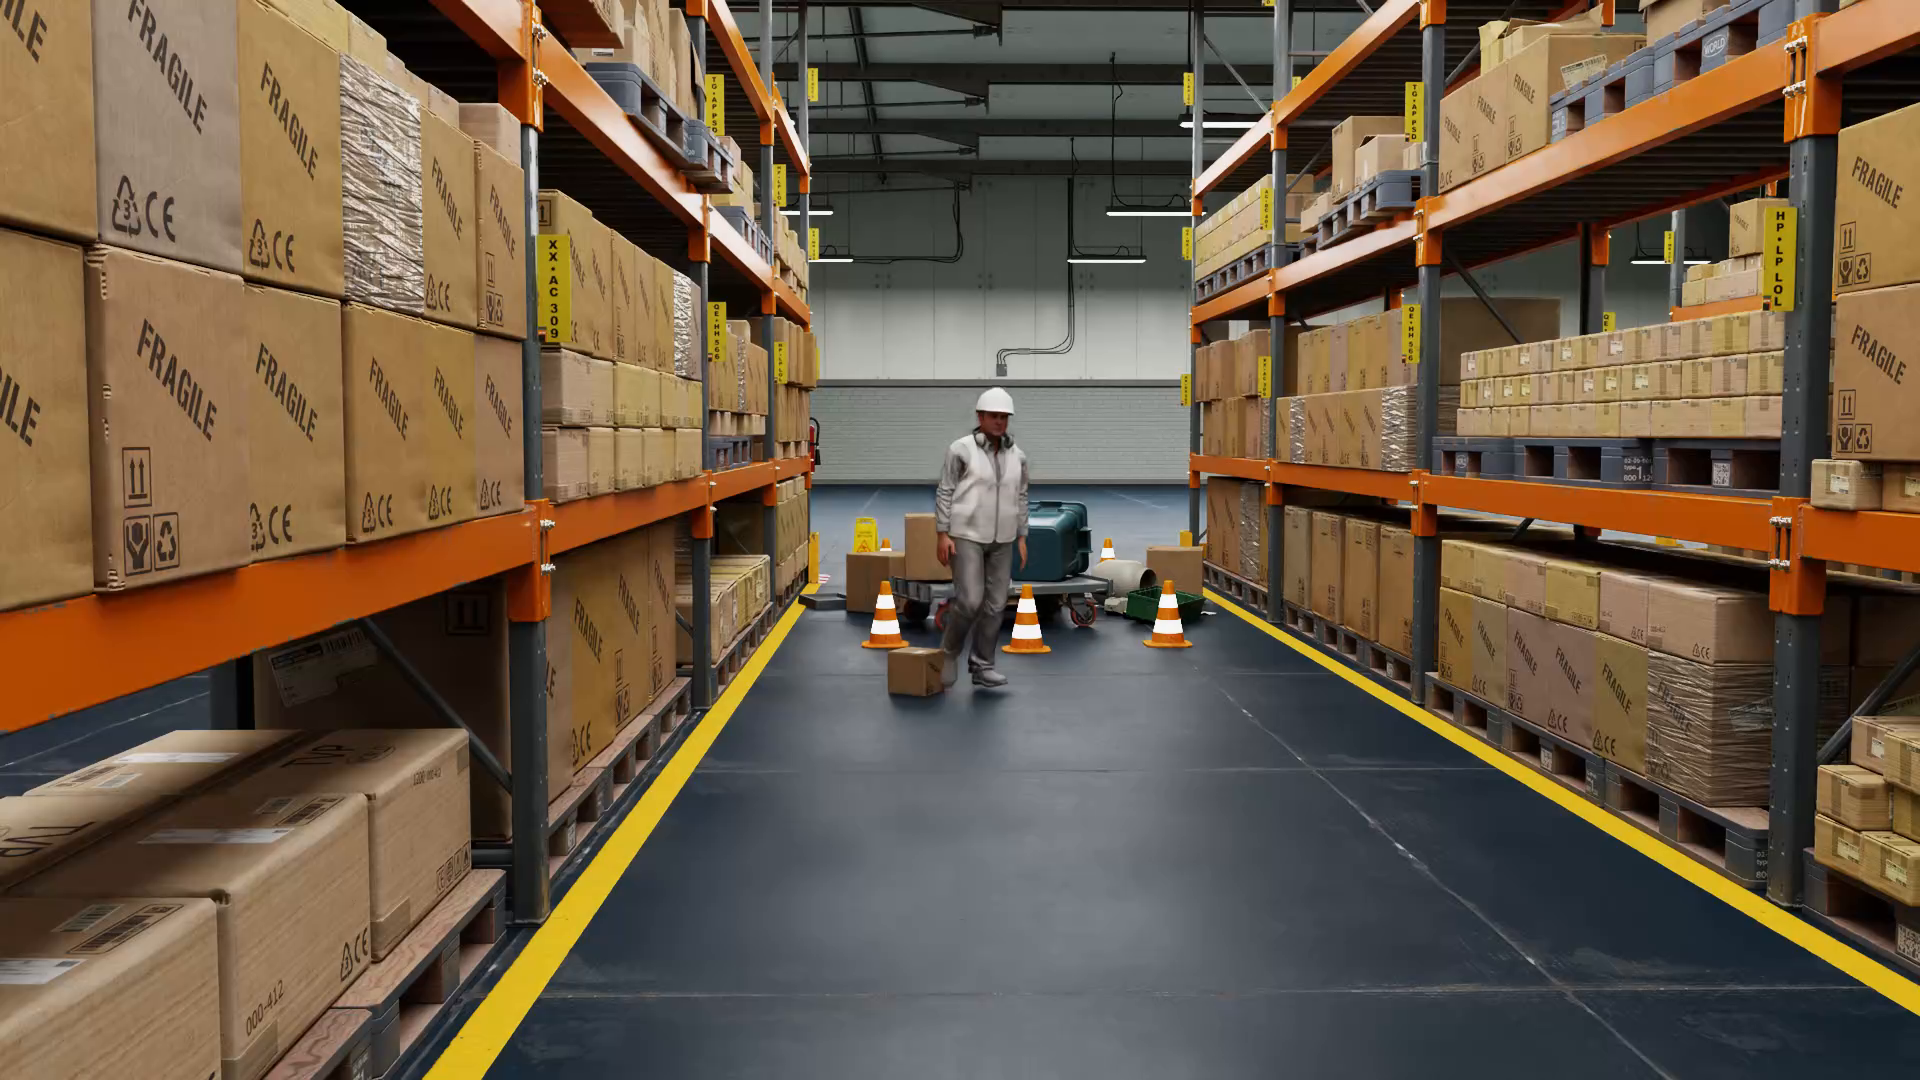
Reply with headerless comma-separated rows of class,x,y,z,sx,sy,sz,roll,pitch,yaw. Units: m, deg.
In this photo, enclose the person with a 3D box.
person,0.125,-0.006,9.765,0.569,1.755,0.544,-2,4,-29
